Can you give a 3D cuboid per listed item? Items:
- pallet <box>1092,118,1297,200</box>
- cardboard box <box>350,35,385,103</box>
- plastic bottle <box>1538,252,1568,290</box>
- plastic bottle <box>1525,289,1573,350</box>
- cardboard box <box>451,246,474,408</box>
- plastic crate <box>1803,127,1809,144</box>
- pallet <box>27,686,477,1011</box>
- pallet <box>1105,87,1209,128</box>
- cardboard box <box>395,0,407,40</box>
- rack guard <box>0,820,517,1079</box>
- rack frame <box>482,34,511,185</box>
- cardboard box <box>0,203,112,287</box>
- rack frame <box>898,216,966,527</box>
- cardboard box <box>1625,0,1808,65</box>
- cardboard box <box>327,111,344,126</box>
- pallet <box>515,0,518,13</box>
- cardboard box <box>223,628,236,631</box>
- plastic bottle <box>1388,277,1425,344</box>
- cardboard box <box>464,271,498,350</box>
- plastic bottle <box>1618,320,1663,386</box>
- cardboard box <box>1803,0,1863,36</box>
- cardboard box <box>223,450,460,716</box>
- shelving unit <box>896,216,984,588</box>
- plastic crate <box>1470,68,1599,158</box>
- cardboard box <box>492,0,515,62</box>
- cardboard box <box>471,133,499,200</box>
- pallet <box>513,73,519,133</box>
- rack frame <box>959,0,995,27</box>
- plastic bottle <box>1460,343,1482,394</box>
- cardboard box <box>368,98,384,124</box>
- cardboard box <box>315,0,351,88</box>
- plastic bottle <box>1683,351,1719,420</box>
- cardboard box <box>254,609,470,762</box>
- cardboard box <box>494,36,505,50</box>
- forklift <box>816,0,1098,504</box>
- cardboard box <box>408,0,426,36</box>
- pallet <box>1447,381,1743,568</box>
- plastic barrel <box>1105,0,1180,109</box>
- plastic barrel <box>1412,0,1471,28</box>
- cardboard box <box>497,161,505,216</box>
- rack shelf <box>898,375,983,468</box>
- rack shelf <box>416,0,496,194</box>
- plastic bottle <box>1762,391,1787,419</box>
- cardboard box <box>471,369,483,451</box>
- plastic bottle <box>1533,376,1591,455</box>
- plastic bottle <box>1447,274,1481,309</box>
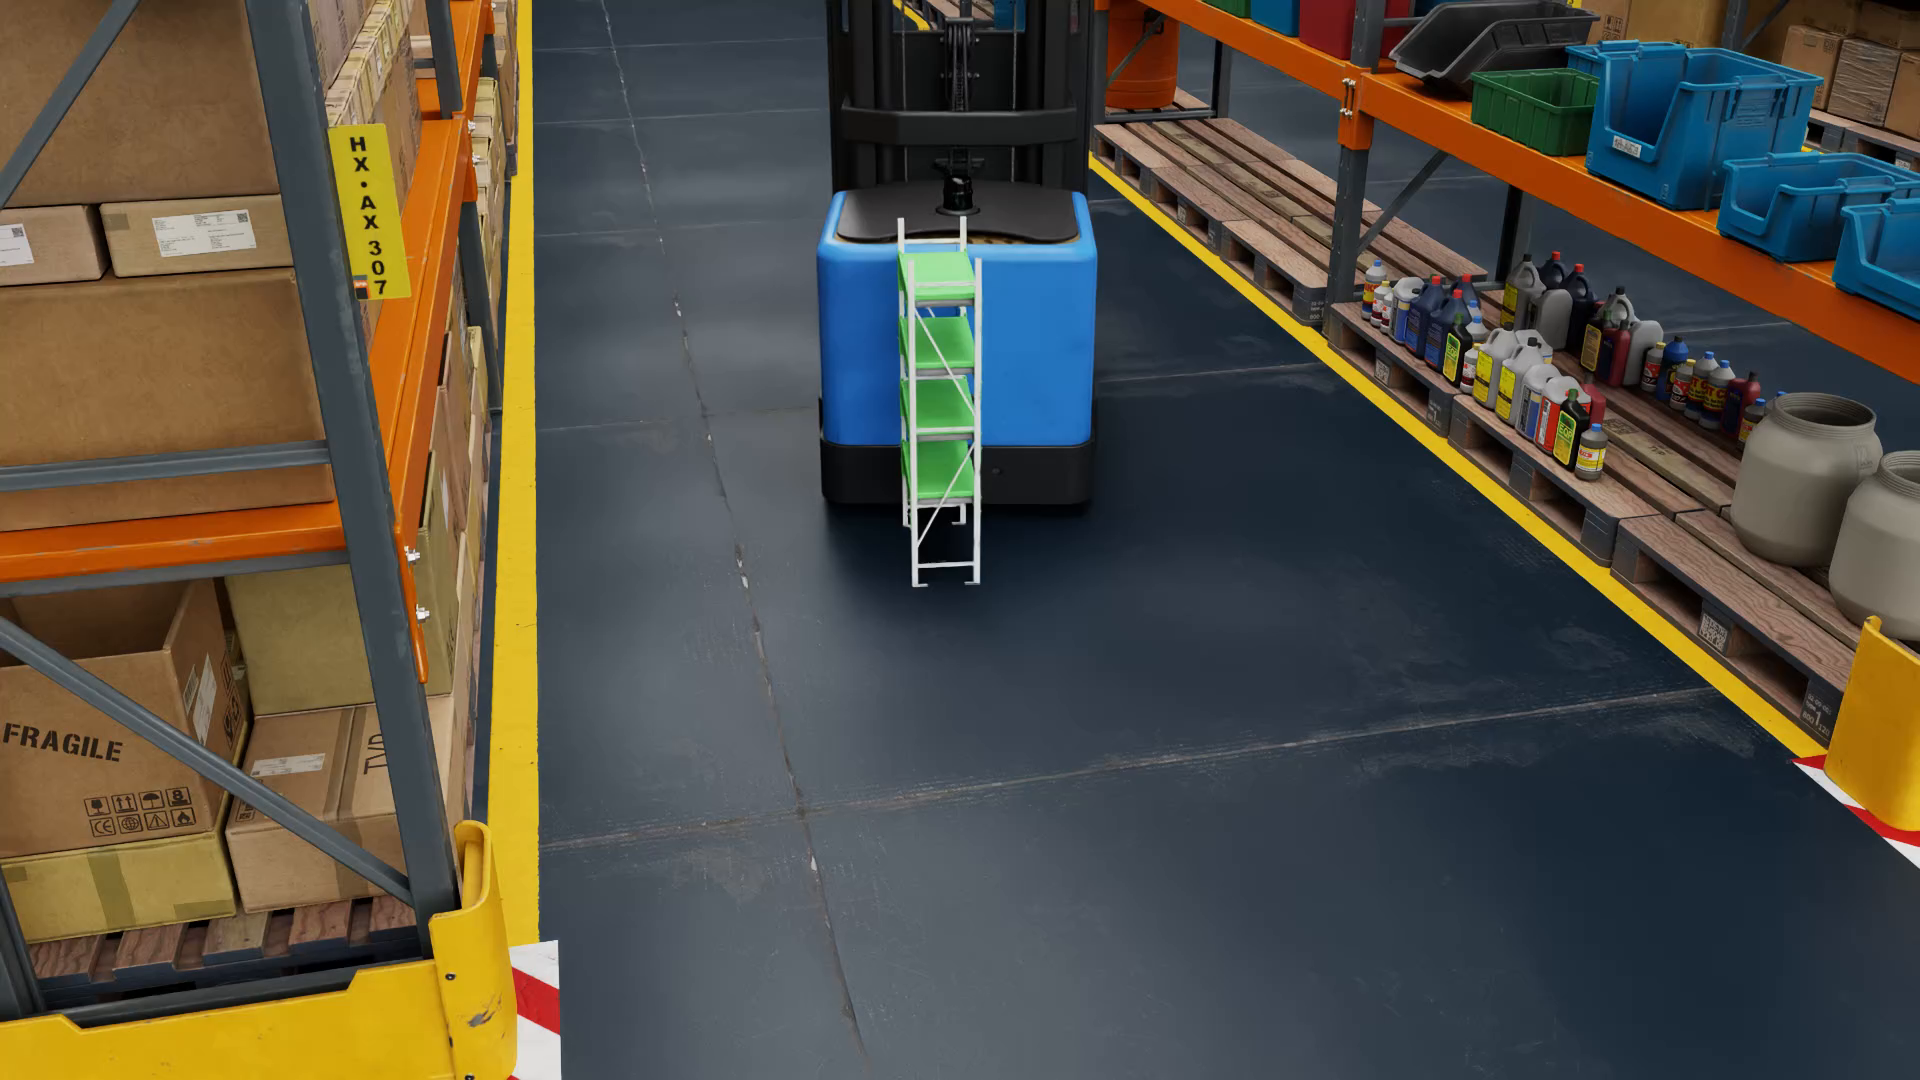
[{"bbox_3d":[1.533,-2.550,11.067,1.003,0.211,1.213,-6,27,-12],"label":"pallet"},{"bbox_3d":[-1.852,-1.328,4.722,0.380,0.149,0.250,-6,27,-11],"label":"cardboard box"},{"bbox_3d":[2.724,-1.143,7.637,0.144,0.351,0.185,-7,28,-13],"label":"plastic bottle"},{"bbox_3d":[2.628,-0.999,7.435,0.152,0.276,0.135,-6,27,-12],"label":"plastic bottle"},{"bbox_3d":[-2.110,-0.774,6.208,0.500,0.500,0.500,-6,27,-12],"label":"cardboard box"},{"bbox_3d":[2.910,-1.578,6.340,0.530,0.136,0.437,-6,27,-12],"label":"plastic crate"},{"bbox_3d":[-1.841,0.788,4.454,1.003,0.211,1.213,-6,27,-12],"label":"pallet"},{"bbox_3d":[1.178,-3.236,12.426,1.003,0.211,1.213,-6,27,-12],"label":"pallet"},{"bbox_3d":[-2.084,-1.779,5.615,0.380,0.149,0.250,-6,27,-12],"label":"cardboard box"},{"bbox_3d":[-1.622,1.001,3.712,1.175,0.500,0.348,-6,27,-12],"label":"rack guard"},{"bbox_3d":[-3.430,-3.637,10.127,1.000,3.000,0.127,-6,27,-12],"label":"rack frame"},{"bbox_3d":[-1.899,-0.608,3.295,0.380,0.149,0.250,-6,27,-12],"label":"cardboard box"},{"bbox_3d":[-0.098,-0.592,6.092,0.240,1.200,0.015,-3,27,-5],"label":"rack frame"},{"bbox_3d":[6.087,-4.186,13.106,1.225,0.875,0.875,-7,28,-14],"label":"cardboard box"},{"bbox_3d":[-1.623,-0.879,3.831,0.380,0.149,0.250,-6,27,-11],"label":"cardboard box"},{"bbox_3d":[-5.036,-5.521,16.955,1.003,0.211,1.213,-6,27,-12],"label":"pallet"},{"bbox_3d":[-2.275,0.272,4.968,0.500,0.250,0.500,-6,27,-12],"label":"cardboard box"},{"bbox_3d":[2.042,-1.040,7.515,0.152,0.276,0.135,-5,27,-10],"label":"plastic bottle"},{"bbox_3d":[-2.379,-1.043,7.574,0.500,0.250,0.500,-7,28,-13],"label":"cardboard box"},{"bbox_3d":[2.872,-0.812,7.064,0.152,0.276,0.135,-5,27,-11],"label":"plastic bottle"},{"bbox_3d":[6.402,-3.766,11.836,0.500,0.250,0.500,-5,27,-9],"label":"cardboard box"},{"bbox_3d":[-1.646,0.103,4.471,0.500,0.500,0.500,-6,27,-12],"label":"cardboard box"},{"bbox_3d":[-0.074,-0.483,5.875,0.258,1.200,0.503,-3,27,-5],"label":"shelving unit"},{"bbox_3d":[2.329,-1.663,6.452,0.450,0.188,0.662,-6,27,-12],"label":"plastic crate"},{"bbox_3d":[-3.838,-4.068,13.267,0.500,0.500,0.500,-6,27,-11],"label":"cardboard box"},{"bbox_3d":[-2.727,-1.973,8.793,0.500,0.311,0.500,-5,27,-10],"label":"cardboard box"},{"bbox_3d":[-3.833,-3.258,12.472,1.003,0.211,1.213,-6,27,-12],"label":"pallet"},{"bbox_3d":[0.495,-5.895,14.600,1.000,3.000,0.127,-6,27,-12],"label":"rack frame"},{"bbox_3d":[2.159,-0.724,6.972,0.097,0.201,0.097,0,27,0],"label":"plastic bottle"},{"bbox_3d":[-2.072,-1.055,4.901,0.700,0.500,0.500,-5,27,-10],"label":"cardboard box"},{"bbox_3d":[-1.970,-1.430,4.204,0.700,0.500,0.500,-6,27,-11],"label":"cardboard box"},{"bbox_3d":[2.994,-0.627,6.703,0.097,0.271,0.097,0,27,0],"label":"plastic bottle"},{"bbox_3d":[-1.648,0.438,4.639,0.500,0.250,0.500,-6,27,-12],"label":"cardboard box"},{"bbox_3d":[-3.378,-3.176,11.499,0.500,0.500,0.500,-7,28,-13],"label":"cardboard box"},{"bbox_3d":[0.003,-2.064,7.086,1.130,2.935,3.031,0,27,1],"label":"forklift"},{"bbox_3d":[-2.805,-2.496,7.755,0.500,0.500,0.500,-4,27,-8],"label":"cardboard box"},{"bbox_3d":[2.687,-0.302,6.614,1.003,0.211,1.213,-6,27,-12],"label":"pallet"},{"bbox_3d":[1.269,-3.570,11.937,0.600,0.830,0.708,-6,27,-12],"label":"plastic barrel"},{"bbox_3d":[2.506,-2.807,7.926,0.600,0.901,0.708,-6,27,-12],"label":"plastic barrel"},{"bbox_3d":[-2.844,-1.944,9.358,0.500,0.250,0.500,-5,27,-10],"label":"cardboard box"},{"bbox_3d":[-0.074,-0.426,5.904,0.258,0.148,0.480,-3,27,-5],"label":"rack shelf"},{"bbox_3d":[-2.980,-2.438,8.550,1.077,0.370,4.000,-6,27,-12],"label":"rack shelf"},{"bbox_3d":[3.094,-0.433,6.318,0.097,0.271,0.097,0,27,0],"label":"plastic bottle"},{"bbox_3d":[-2.109,-0.439,6.377,0.500,0.250,0.500,-6,27,-12],"label":"cardboard box"},{"bbox_3d":[2.328,-0.482,6.411,0.152,0.276,0.135,-6,27,-11],"label":"plastic bottle"},{"bbox_3d":[2.216,-1.015,7.383,0.144,0.351,0.185,-6,27,-12],"label":"plastic bottle"}]
